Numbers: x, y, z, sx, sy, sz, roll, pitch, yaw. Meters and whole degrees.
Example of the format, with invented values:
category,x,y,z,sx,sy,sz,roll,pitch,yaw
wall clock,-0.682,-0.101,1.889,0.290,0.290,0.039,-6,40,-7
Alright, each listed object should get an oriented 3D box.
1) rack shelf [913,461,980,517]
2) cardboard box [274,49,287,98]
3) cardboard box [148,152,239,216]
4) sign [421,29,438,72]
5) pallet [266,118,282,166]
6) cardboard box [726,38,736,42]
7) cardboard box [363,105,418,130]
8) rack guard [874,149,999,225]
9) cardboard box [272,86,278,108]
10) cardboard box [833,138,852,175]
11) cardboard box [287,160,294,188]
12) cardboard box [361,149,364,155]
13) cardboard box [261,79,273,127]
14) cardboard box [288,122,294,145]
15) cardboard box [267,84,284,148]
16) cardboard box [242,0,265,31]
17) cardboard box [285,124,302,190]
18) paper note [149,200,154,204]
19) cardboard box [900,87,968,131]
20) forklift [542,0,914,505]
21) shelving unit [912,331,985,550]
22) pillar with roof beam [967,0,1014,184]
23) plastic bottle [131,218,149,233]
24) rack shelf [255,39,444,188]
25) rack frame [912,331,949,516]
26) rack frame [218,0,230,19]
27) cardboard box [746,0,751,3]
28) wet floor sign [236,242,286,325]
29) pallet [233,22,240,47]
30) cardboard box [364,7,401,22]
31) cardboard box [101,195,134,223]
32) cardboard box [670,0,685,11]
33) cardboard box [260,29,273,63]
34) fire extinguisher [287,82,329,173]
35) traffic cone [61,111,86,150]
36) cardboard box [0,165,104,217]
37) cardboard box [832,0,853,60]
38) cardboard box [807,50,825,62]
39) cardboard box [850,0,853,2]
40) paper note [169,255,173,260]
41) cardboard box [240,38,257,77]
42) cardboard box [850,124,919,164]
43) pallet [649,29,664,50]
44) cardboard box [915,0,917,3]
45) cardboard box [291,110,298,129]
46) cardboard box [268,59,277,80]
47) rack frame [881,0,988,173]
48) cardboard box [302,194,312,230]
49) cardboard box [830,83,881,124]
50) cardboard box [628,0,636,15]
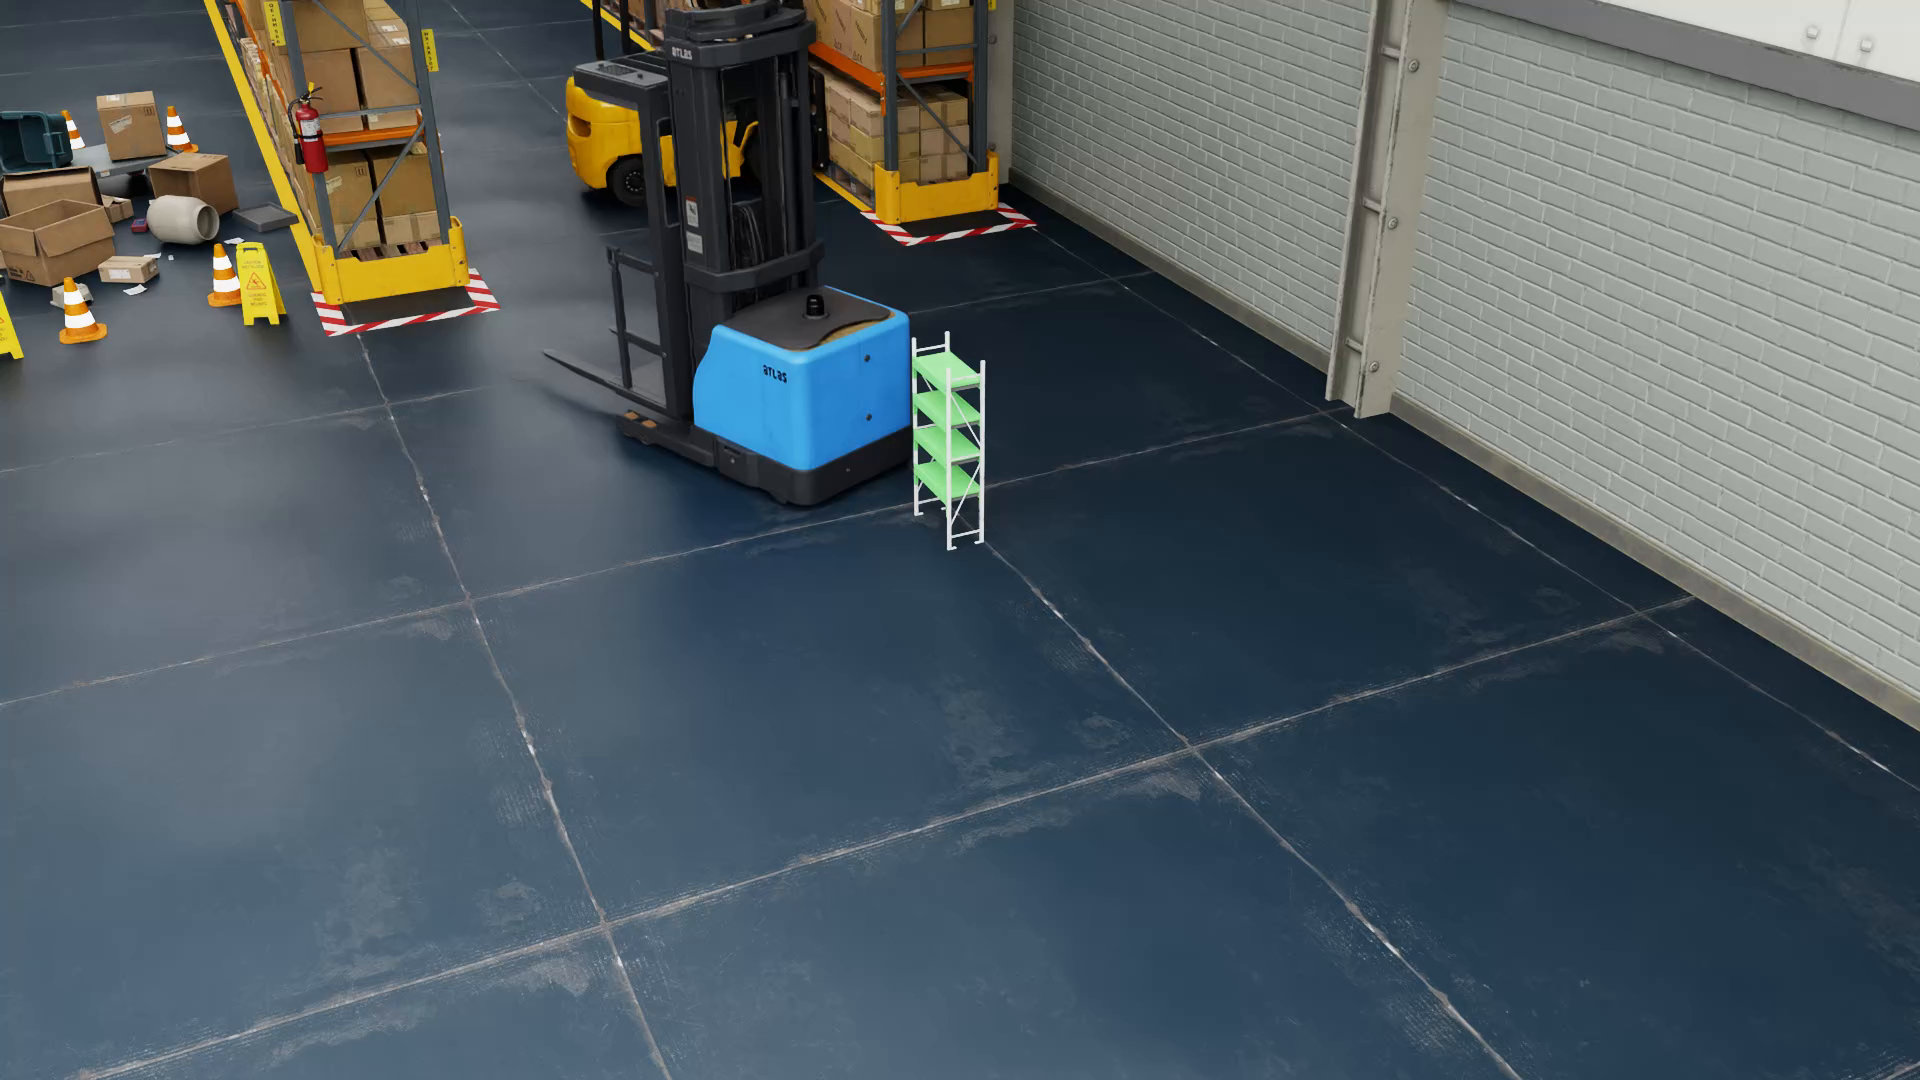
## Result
category,x,y,z,sx,sy,sz,roll,pitch,yaw
rack shelf,-0.071,-0.331,10.208,0.258,0.148,0.480,-13,32,-22
cardboard box,-5.398,-3.971,13.832,0.500,0.500,0.500,-13,32,-22
cardboard box,-7.192,-3.313,15.617,0.500,0.500,0.500,7,30,13
sign,-4.215,-3.886,13.200,0.100,0.325,0.005,-13,32,-22
pallet,-6.758,-4.288,17.654,1.003,0.211,1.213,-13,32,-22
cardboard box,-2.175,-5.580,19.106,0.875,0.625,0.625,-12,31,-20
cardboard box,-4.664,-3.478,13.615,0.380,0.149,0.250,-13,32,-22
rack guard,-0.214,-3.337,15.663,1.175,0.500,0.348,-13,32,-22
cardboard box,-6.191,-4.143,15.496,0.380,0.149,0.250,-12,31,-20
cardboard box,-0.916,-3.785,16.287,0.500,0.250,0.500,-13,32,-22
cardboard box,-6.174,-3.594,15.947,0.500,0.250,0.500,-11,31,-19
cardboard box,-5.041,-3.360,14.763,0.500,0.500,0.500,-14,32,-24
cardboard box,-6.962,-4.746,17.877,0.950,0.372,0.625,-11,31,-19
cardboard box,-5.608,-3.547,14.433,0.380,0.149,0.250,-13,32,-21
cardboard box,-6.413,-4.155,16.180,0.500,0.500,0.500,-12,31,-20
cardboard box,-5.644,-4.612,13.952,0.700,0.500,0.500,-13,32,-23
cardboard box,-5.722,-3.458,14.939,0.500,0.500,0.500,-14,32,-23
paper note,-7.736,-3.274,16.030,0.148,0.019,0.142,-13,32,-22
cardboard box,-0.259,-4.110,15.845,0.500,0.250,0.500,-14,32,-23
forklift,-1.737,-2.098,10.968,3.031,2.935,1.130,24,37,36
shelving unit,-0.071,-0.596,10.060,0.258,1.200,0.503,-13,32,-22
pillar with roof beam,-3.597,-6.647,12.877,9.100,9.000,0.400,-13,32,-22
plastic bottle,-7.562,-2.915,15.360,0.133,0.061,0.283,-8,30,-13
rack shelf,-5.564,-3.964,14.960,1.077,0.370,4.000,-13,32,-22
rack frame,-0.176,-0.704,10.252,0.240,1.200,0.015,-13,32,-22
rack frame,-9.857,-8.695,22.662,1.000,3.000,0.127,-13,32,-22
cardboard box,-1.986,-5.998,17.749,0.500,0.500,0.500,-14,32,-23
wet floor sign,-5.590,-2.058,13.234,0.267,0.644,0.232,-3,29,-5
pallet,-8.930,-6.614,21.802,1.003,0.211,1.213,-13,32,-22
cardboard box,-5.103,-4.288,14.396,0.500,0.500,0.500,-14,32,-23
cardboard box,-8.011,-3.158,15.583,0.396,0.266,0.258,13,32,21
cardboard box,-3.115,-6.554,20.842,0.875,0.625,0.625,-12,31,-20
cardboard box,-6.045,-4.640,15.024,0.500,0.500,0.500,-13,32,-22
fire extinguisher,-5.072,-3.213,12.965,0.296,0.674,0.183,-13,32,-22
traffic cone,-9.247,-4.226,17.287,0.336,0.463,0.334,-13,32,-22
cardboard box,-8.155,-3.020,14.955,0.797,0.637,0.503,-13,32,-22
cardboard box,-0.887,-4.875,15.747,0.500,0.500,0.500,-12,31,-20
cardboard box,-1.583,-4.900,17.254,0.500,0.250,0.500,-12,31,-20
cardboard box,-0.818,-5.093,15.473,0.380,0.149,0.250,-12,32,-21
paper note,-6.953,-2.488,14.650,0.032,0.001,0.123,-13,32,-22
cardboard box,-7.906,-5.713,19.602,0.950,0.372,0.625,-15,33,-25
cardboard box,-0.715,-3.789,15.784,0.500,0.250,0.500,-14,32,-23
pallet,-3.340,-6.384,21.391,1.003,0.211,1.213,-13,32,-22
cardboard box,-0.299,-5.064,15.422,0.380,0.149,0.250,-13,32,-22
cardboard box,-5.268,-3.493,13.643,0.380,0.149,0.250,-13,32,-23
cardboard box,-6.036,-4.278,15.042,0.380,0.149,0.250,-13,32,-22
rack frame,-0.224,-4.438,15.070,1.000,3.000,0.127,-13,32,-22
cardboard box,-5.511,-2.909,14.726,0.500,0.250,0.500,-13,32,-22
cardboard box,-0.928,-4.220,16.041,0.500,0.250,0.500,-12,32,-21
cardboard box,-4.239,-7.430,22.532,0.500,0.500,0.500,-14,32,-23
